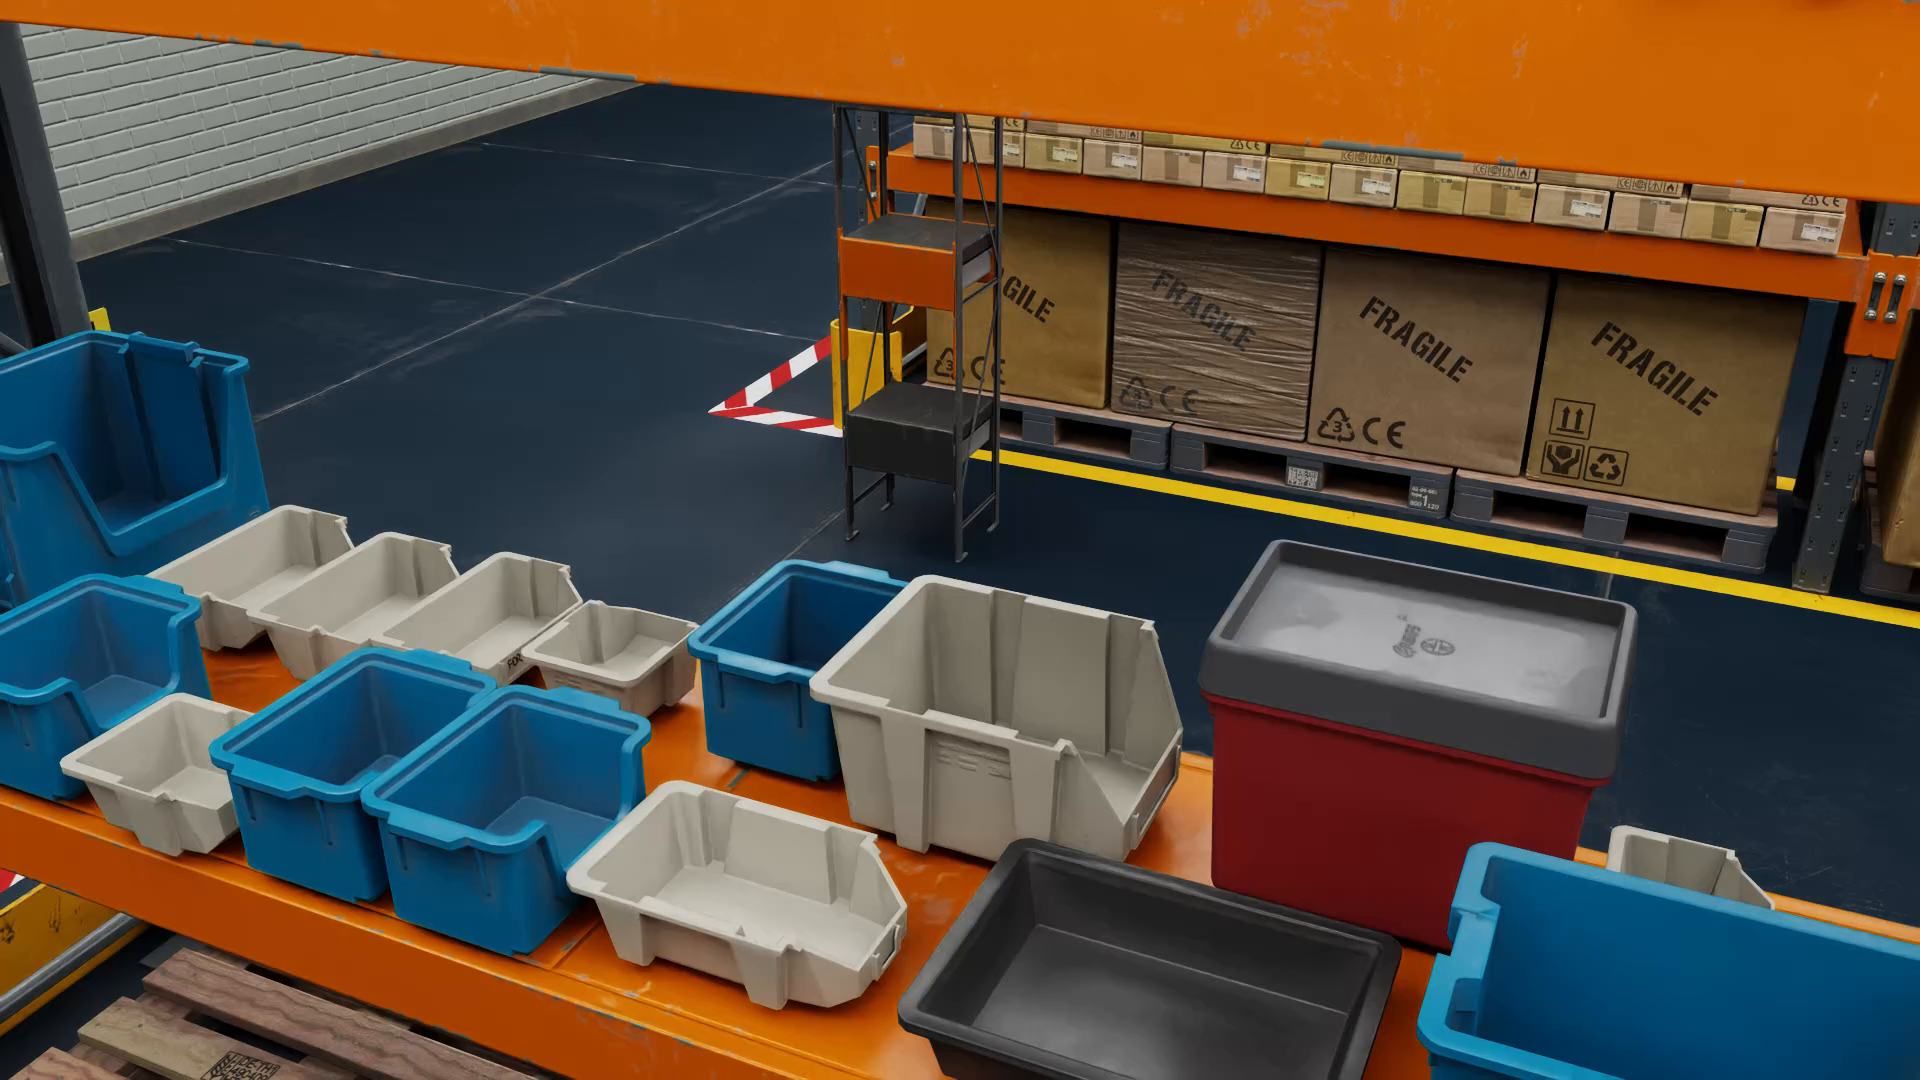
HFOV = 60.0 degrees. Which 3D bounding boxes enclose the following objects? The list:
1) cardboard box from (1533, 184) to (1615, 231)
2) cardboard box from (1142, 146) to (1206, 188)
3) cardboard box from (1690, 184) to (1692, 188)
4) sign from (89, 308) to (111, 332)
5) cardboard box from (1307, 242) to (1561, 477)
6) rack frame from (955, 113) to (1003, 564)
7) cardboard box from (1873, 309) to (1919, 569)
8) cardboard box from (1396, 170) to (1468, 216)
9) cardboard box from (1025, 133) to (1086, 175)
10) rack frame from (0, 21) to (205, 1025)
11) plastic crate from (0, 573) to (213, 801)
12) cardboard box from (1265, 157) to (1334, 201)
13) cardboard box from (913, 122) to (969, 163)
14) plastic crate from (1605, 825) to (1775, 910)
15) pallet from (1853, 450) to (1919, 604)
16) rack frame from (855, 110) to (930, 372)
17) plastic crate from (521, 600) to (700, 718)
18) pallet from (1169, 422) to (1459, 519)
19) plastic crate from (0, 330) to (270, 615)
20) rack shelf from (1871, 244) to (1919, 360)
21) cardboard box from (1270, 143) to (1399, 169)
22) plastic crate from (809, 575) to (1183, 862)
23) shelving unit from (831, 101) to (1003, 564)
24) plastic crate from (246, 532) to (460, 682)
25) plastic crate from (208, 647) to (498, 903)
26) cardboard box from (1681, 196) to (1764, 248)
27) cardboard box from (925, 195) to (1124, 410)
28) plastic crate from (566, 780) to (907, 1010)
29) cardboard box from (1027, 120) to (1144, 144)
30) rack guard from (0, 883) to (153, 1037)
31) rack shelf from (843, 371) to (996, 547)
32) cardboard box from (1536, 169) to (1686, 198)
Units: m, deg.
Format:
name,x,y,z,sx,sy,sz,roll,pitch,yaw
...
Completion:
name,x,y,z,sx,sy,sz,roll,pitch,yaw
cardboard box,2.330,-1.297,6.272,0.250,0.149,0.380,12,29,23
cardboard box,0.927,-1.578,6.844,0.250,0.149,0.380,11,28,21
cardboard box,2.834,-1.515,6.716,0.250,0.149,0.380,12,29,23
sign,-2.033,-0.382,3.944,0.005,0.325,0.100,11,28,22
cardboard box,2.058,-0.897,7.106,0.875,0.875,0.875,11,28,22
rack frame,0.071,-0.928,6.257,0.015,2.100,0.400,11,28,22
cardboard box,4.036,-0.471,6.240,0.875,0.875,1.225,11,28,22
cardboard box,1.862,-1.390,6.463,0.250,0.149,0.380,11,28,21
cardboard box,0.458,-1.672,7.035,0.250,0.149,0.380,11,28,21
rack frame,-2.246,-0.084,3.525,0.127,3.000,1.000,11,28,22
plastic crate,-1.559,0.262,2.944,0.300,0.233,0.416,11,28,22
cardboard box,1.391,-1.485,6.654,0.250,0.149,0.380,11,28,21
cardboard box,-0.009,-1.765,7.224,0.250,0.149,0.380,12,29,22
plastic crate,1.030,0.596,2.374,0.243,0.136,0.396,11,28,22
pallet,4.179,0.017,6.476,1.213,0.211,1.003,11,28,22
rack frame,-0.196,-2.076,7.570,0.127,3.000,1.000,11,28,22
plastic crate,-0.630,0.230,3.117,0.250,0.136,0.298,11,28,22
pallet,1.671,-0.486,7.499,1.213,0.211,1.003,11,28,22
plastic crate,-1.864,-0.141,3.532,0.499,0.435,0.616,11,28,22
rack shelf,5.266,-0.656,5.501,4.000,0.370,1.077,11,28,22
cardboard box,1.538,-1.667,6.572,0.500,0.250,0.500,11,28,21
plastic crate,0.081,0.320,2.770,0.530,0.282,0.437,11,28,22
shelving unit,-0.151,-0.972,6.348,0.503,2.100,0.431,11,28,22
plastic crate,-1.171,0.142,3.296,0.243,0.136,0.396,11,28,22
plastic crate,-0.959,0.382,2.699,0.300,0.233,0.416,11,28,22
cardboard box,2.797,-1.203,6.081,0.250,0.149,0.380,12,29,23
cardboard box,0.420,-1.226,7.774,0.875,0.875,0.875,11,28,22
plastic crate,-0.315,0.541,2.486,0.466,0.136,0.293,11,28,22
cardboard box,0.605,-1.853,6.951,0.500,0.250,0.500,11,28,21
rack guard,-2.274,1.038,4.075,0.348,0.500,1.175,11,28,22
rack shelf,-0.151,-0.332,6.663,0.480,0.518,0.431,11,28,22
cardboard box,2.463,-1.479,6.192,0.500,0.250,0.500,12,29,23
